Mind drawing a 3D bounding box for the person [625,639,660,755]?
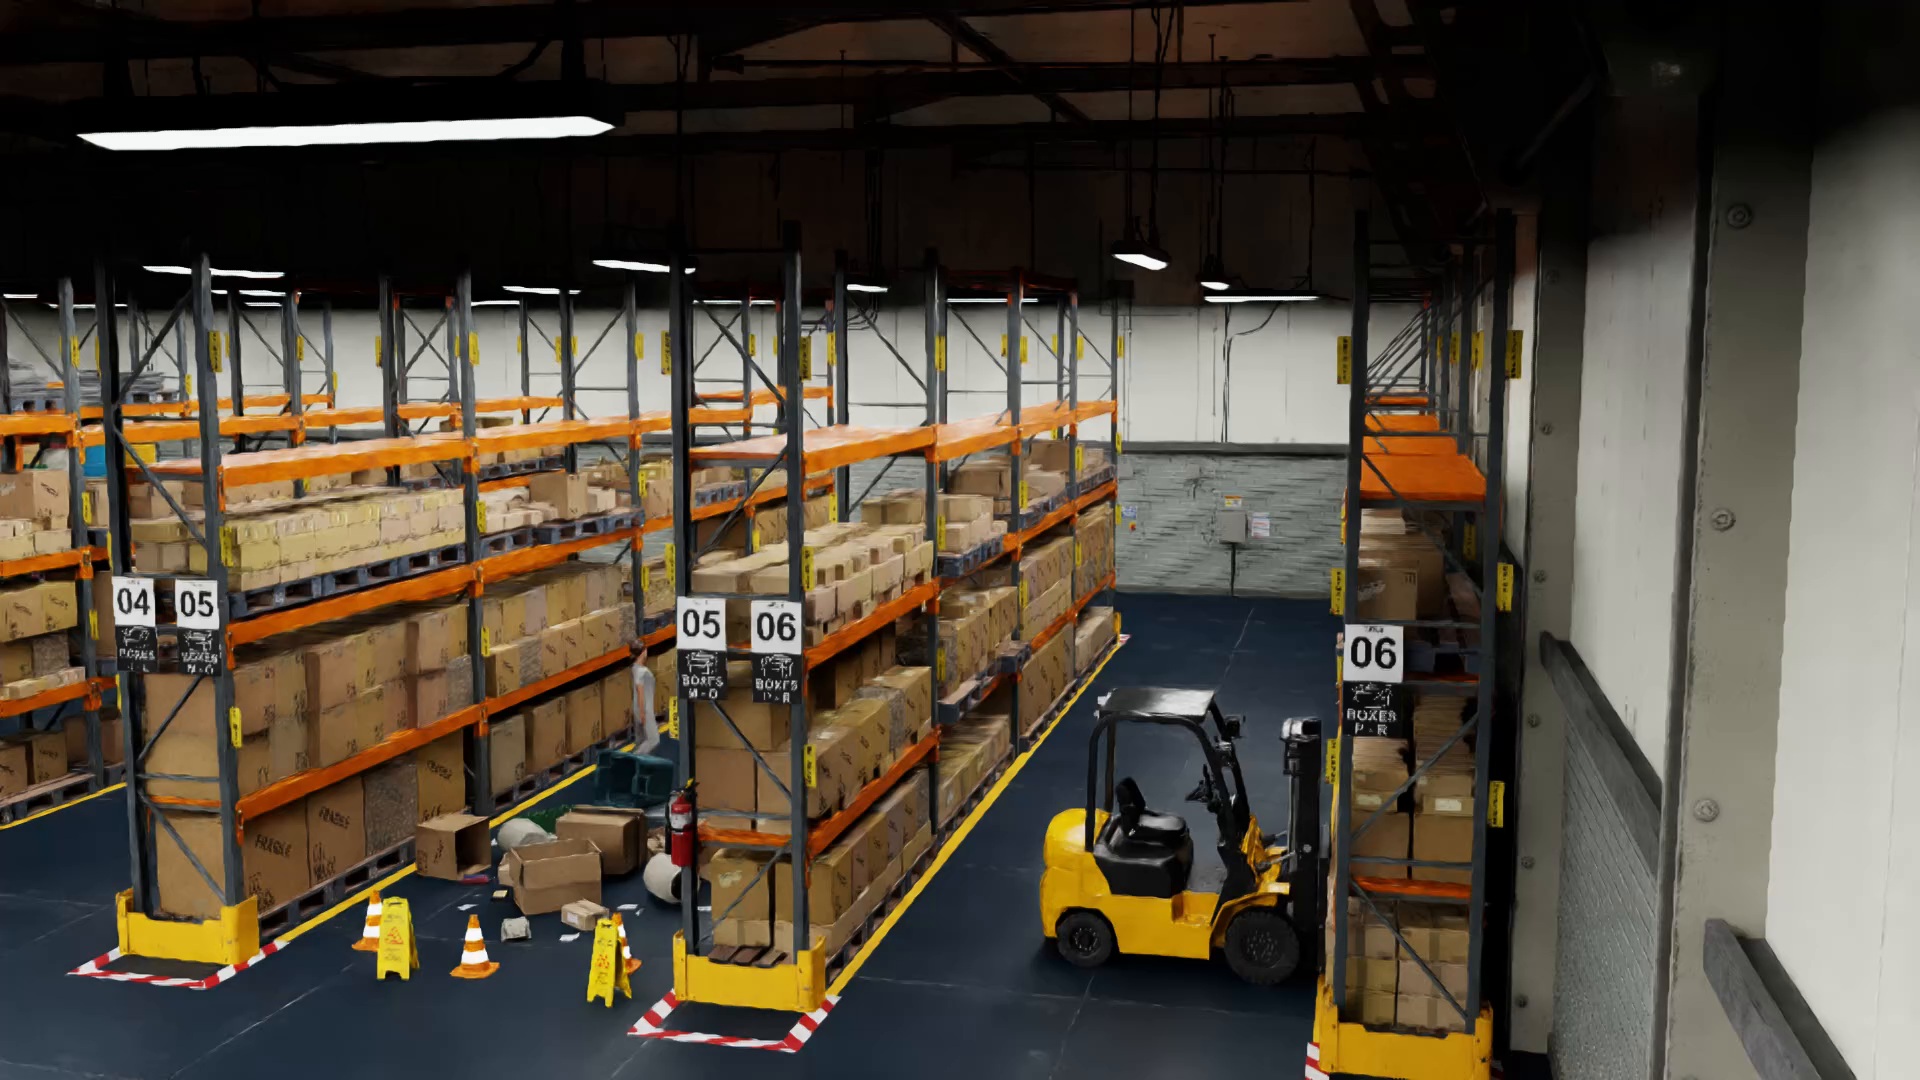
[{"bbox_3d":[-3.704,1.990,19.300,0.411,1.670,0.499,-2,7,-17],"label":"person"}]
